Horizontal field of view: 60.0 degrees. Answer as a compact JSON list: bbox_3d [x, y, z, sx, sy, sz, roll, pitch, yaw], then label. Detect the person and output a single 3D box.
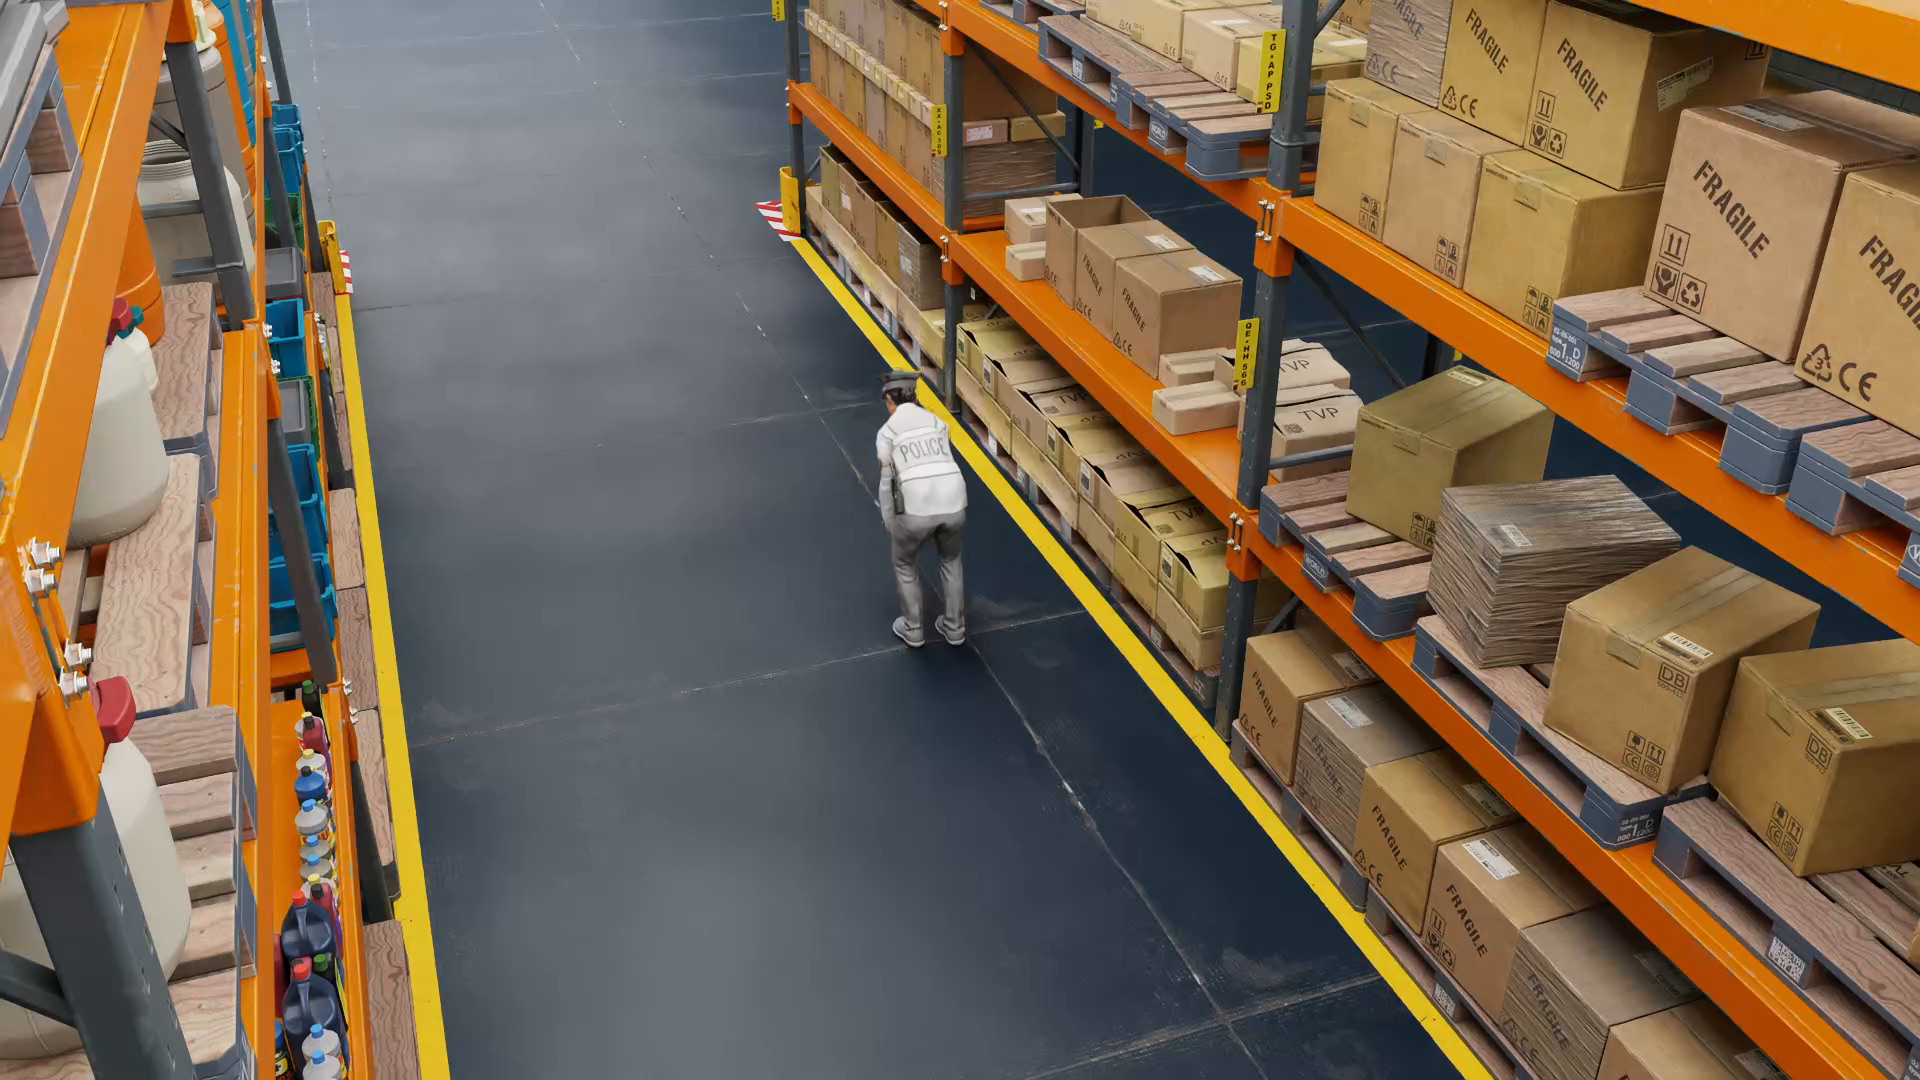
[{"bbox_3d":[-0.228,-0.166,8.871,0.412,1.425,0.813,-11,32,-18],"label":"person"}]
